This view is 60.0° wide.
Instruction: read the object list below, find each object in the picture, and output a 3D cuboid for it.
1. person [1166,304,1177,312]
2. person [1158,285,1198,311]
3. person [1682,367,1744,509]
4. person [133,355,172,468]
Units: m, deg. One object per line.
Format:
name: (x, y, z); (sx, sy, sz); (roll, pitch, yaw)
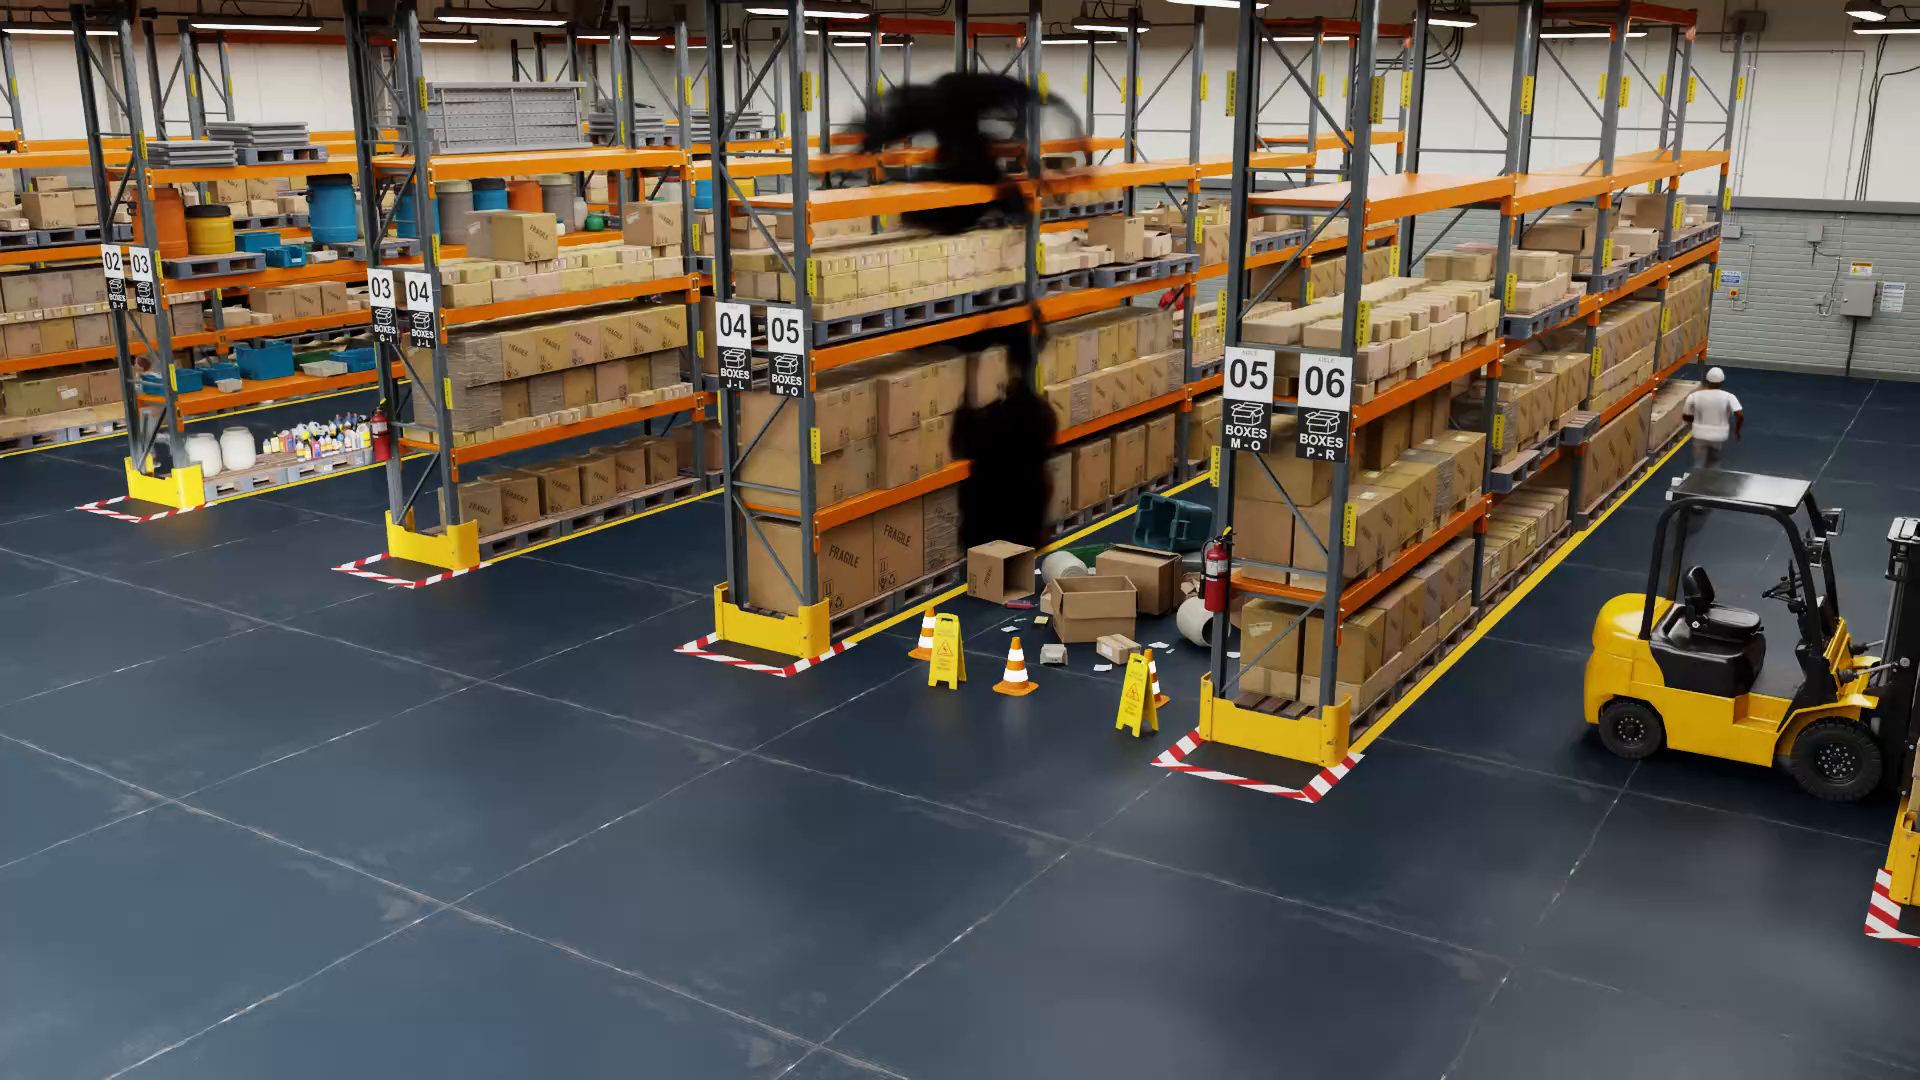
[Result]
person: (3.324, -2.846, 26.232); (0.716, 1.764, 0.760); (10, 19, 33)
person: (3.910, -3.880, 30.008); (0.692, 1.690, 0.929); (4, 16, 14)
person: (9.191, -1.234, 20.390); (0.669, 1.784, 0.719); (6, 17, 20)
person: (-10.978, -1.741, 22.628); (0.581, 1.538, 0.576); (6, 17, 22)
